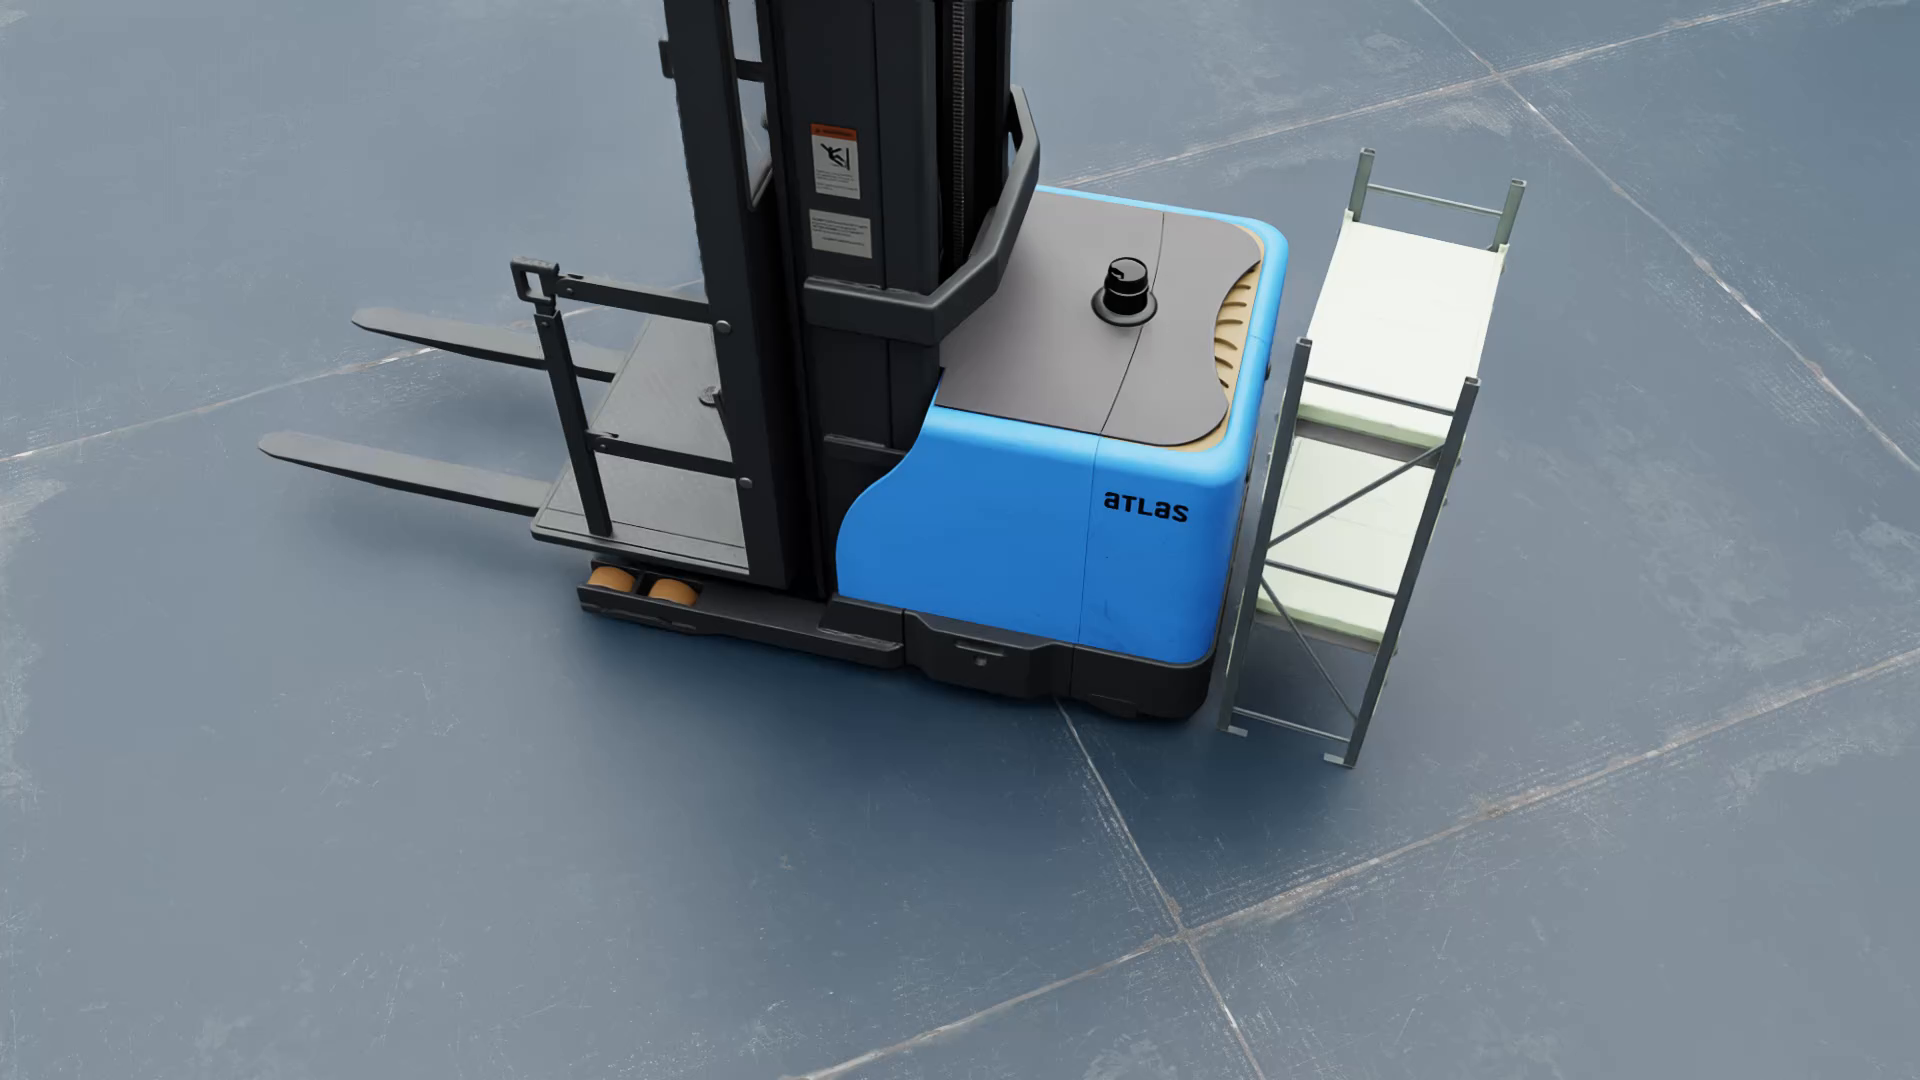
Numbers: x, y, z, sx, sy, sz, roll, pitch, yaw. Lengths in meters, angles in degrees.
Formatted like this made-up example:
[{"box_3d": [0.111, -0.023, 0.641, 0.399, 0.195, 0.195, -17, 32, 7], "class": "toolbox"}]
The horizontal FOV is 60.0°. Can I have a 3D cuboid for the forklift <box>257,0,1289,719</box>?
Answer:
[{"box_3d": [-0.654, -1.057, 4.226, 3.031, 2.935, 1.130, 11, 50, 9], "class": "forklift"}]

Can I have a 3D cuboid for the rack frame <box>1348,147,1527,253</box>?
[{"box_3d": [1.177, -0.422, 4.624, 0.400, 1.500, 0.023, 15, 51, 13], "class": "rack frame"}]

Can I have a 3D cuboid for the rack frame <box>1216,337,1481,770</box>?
[{"box_3d": [0.928, 0.100, 4.175, 0.400, 1.500, 0.023, 15, 51, 13], "class": "rack frame"}]

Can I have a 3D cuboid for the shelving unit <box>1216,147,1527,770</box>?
[{"box_3d": [1.053, -0.161, 4.400, 0.431, 1.500, 0.755, 15, 51, 13], "class": "shelving unit"}]

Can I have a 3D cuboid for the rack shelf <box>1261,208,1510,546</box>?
[{"box_3d": [1.053, -0.415, 4.104, 0.431, 0.370, 0.720, 15, 51, 13], "class": "rack shelf"}]

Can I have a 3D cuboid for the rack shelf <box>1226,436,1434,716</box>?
[{"box_3d": [1.053, 0.051, 4.647, 0.431, 0.370, 0.720, 15, 51, 13], "class": "rack shelf"}]
